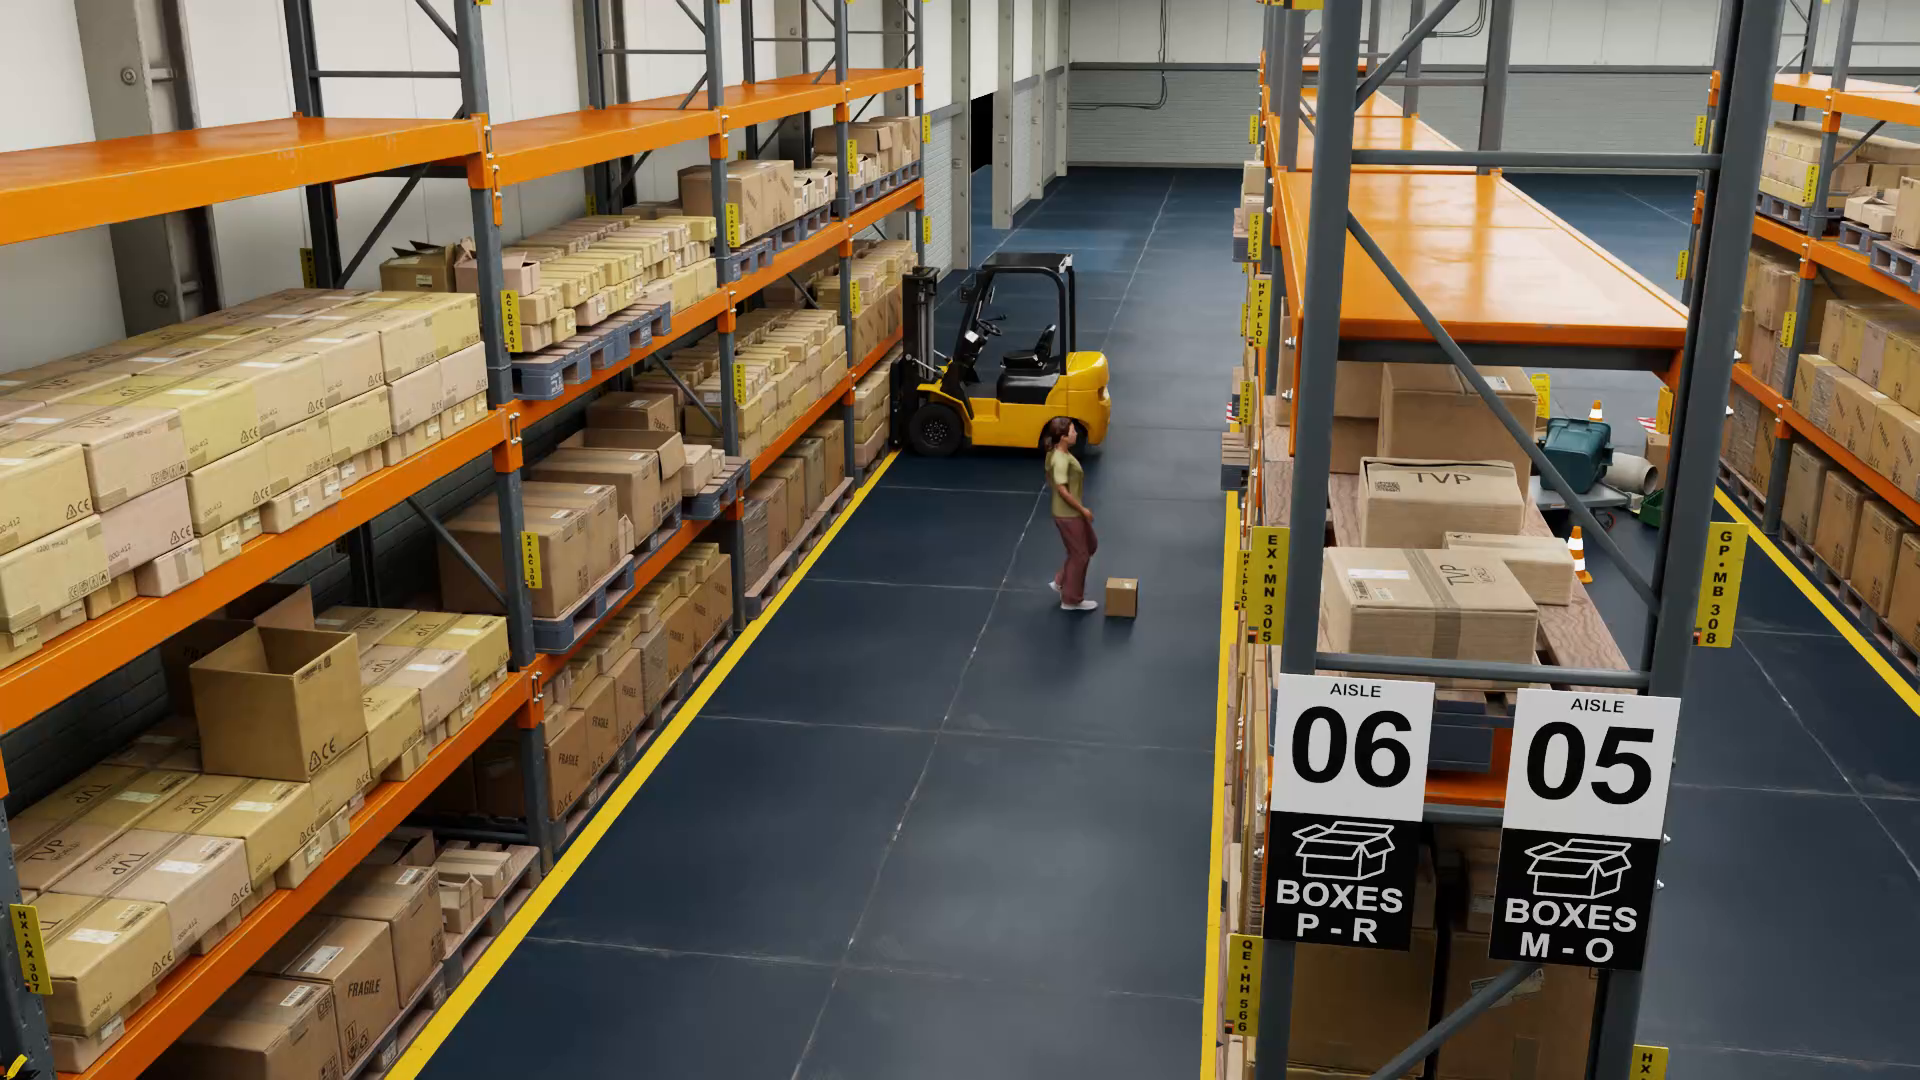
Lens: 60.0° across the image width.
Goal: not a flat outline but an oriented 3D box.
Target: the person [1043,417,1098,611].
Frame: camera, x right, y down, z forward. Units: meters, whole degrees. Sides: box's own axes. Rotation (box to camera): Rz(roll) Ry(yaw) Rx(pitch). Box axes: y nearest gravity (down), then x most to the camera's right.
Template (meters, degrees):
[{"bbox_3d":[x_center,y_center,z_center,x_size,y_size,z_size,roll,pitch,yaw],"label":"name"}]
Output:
[{"bbox_3d":[0.915,-0.197,13.759,0.484,1.695,0.555,0,18,1],"label":"person"}]
